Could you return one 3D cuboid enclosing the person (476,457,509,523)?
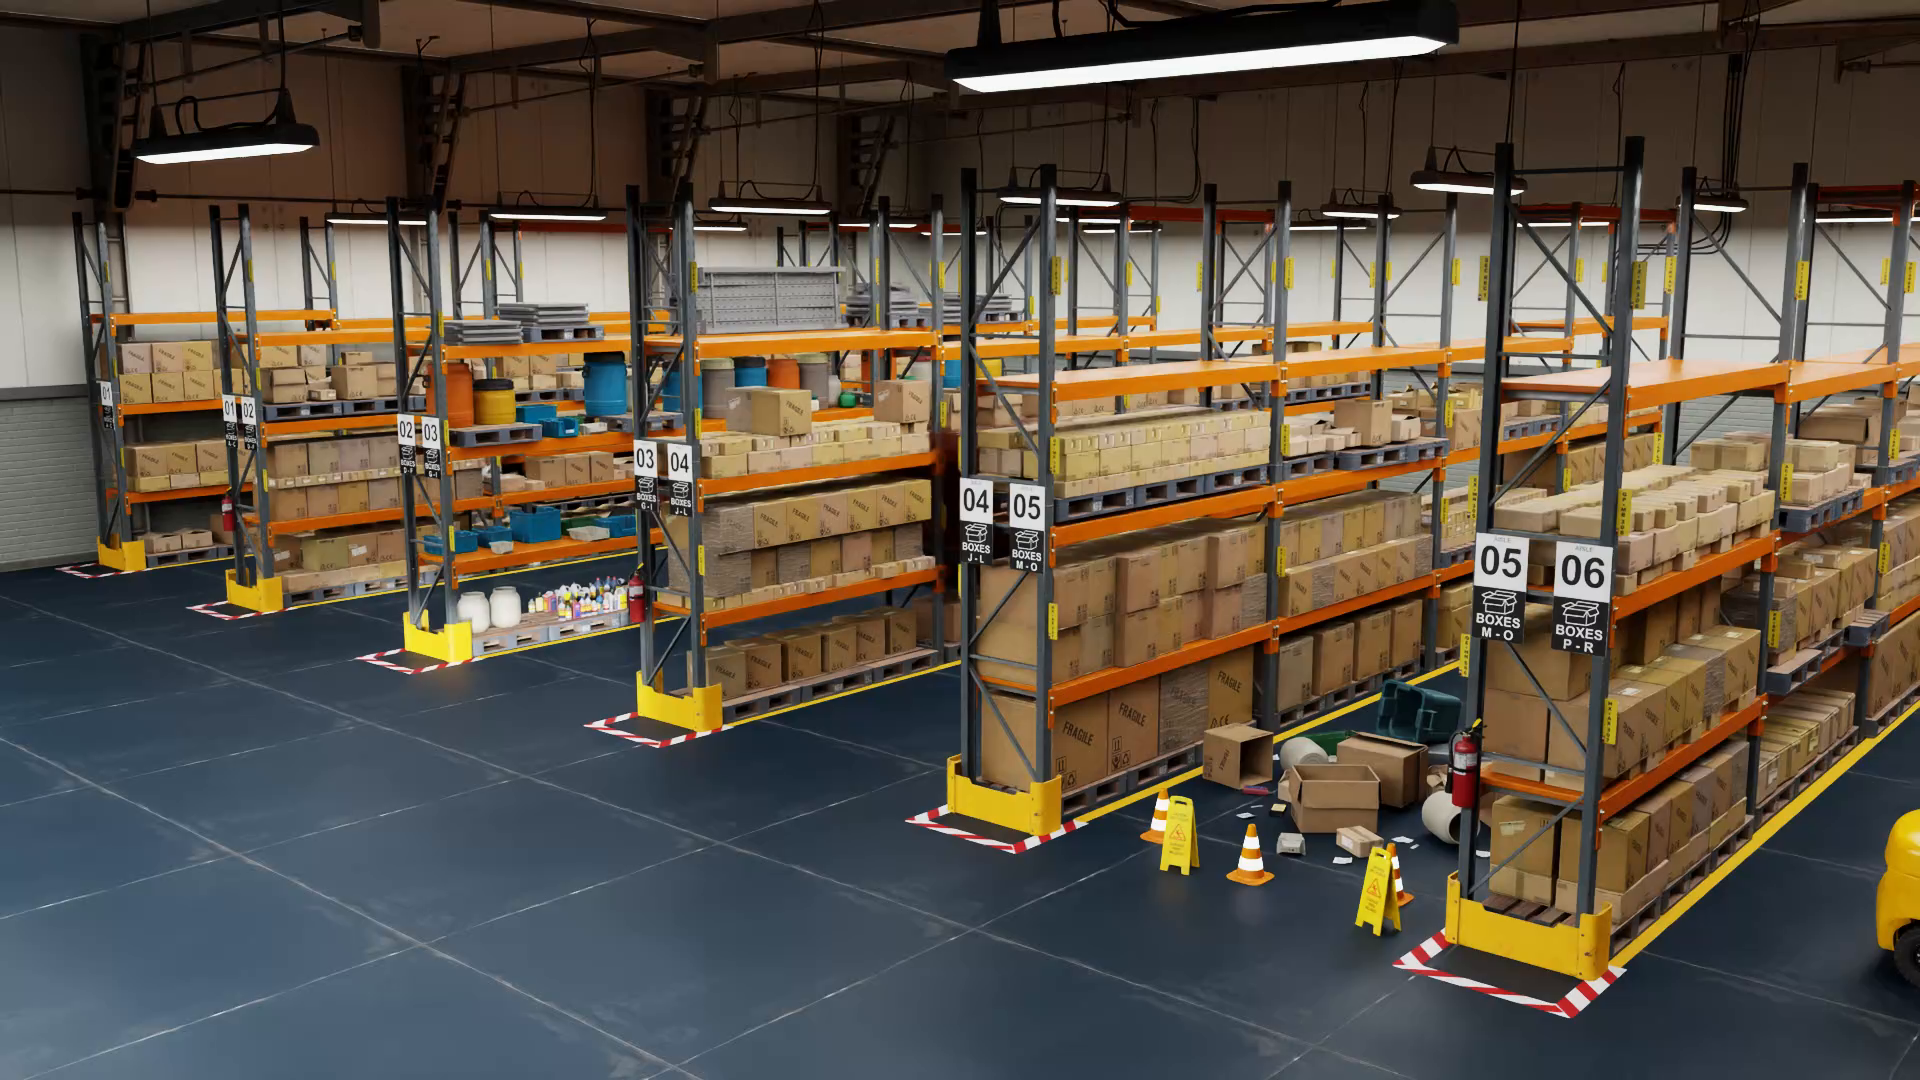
[{"bbox_3d":[-8.976,-0.909,31.651,0.596,1.616,1.040,6,11,31],"label":"person"}]
